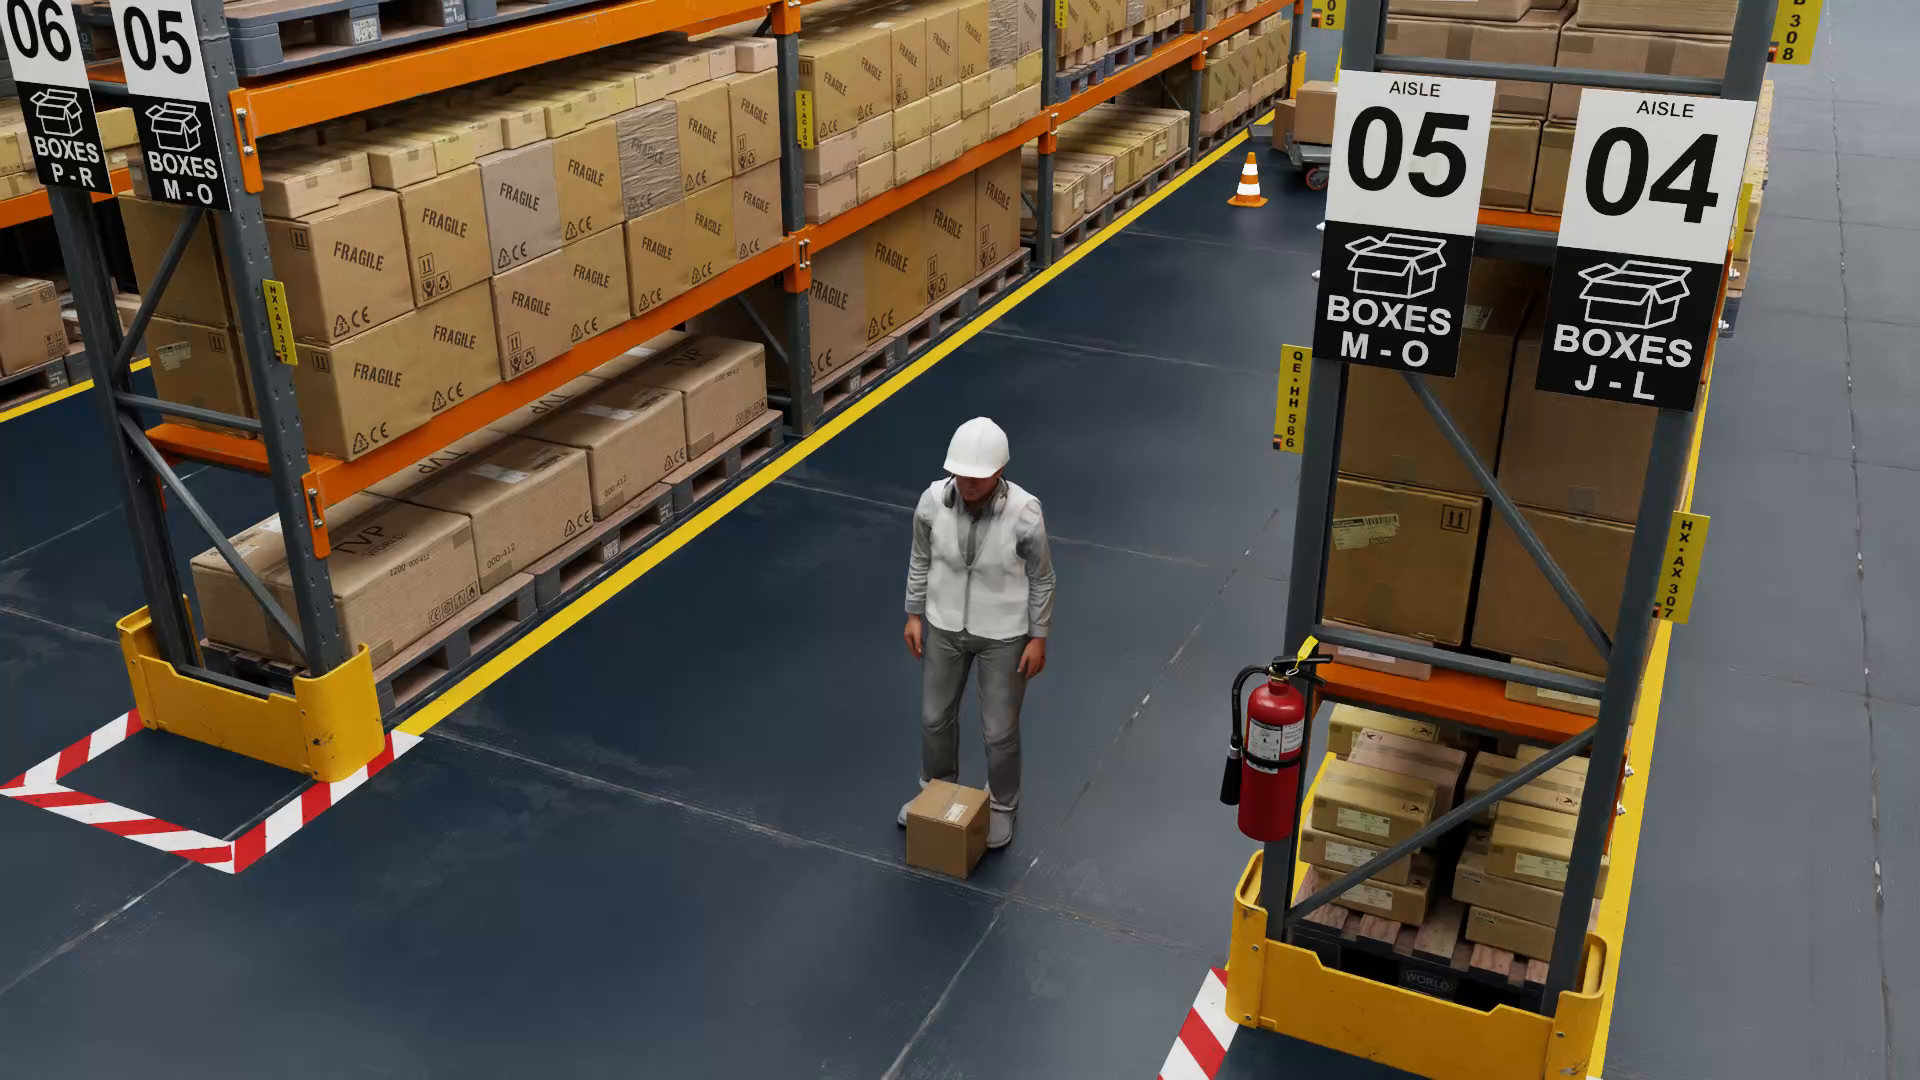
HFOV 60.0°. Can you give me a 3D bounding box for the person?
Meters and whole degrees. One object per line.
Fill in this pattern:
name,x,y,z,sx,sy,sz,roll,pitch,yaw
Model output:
person,0.064,0.340,6.385,0.590,1.770,0.465,9,28,19
